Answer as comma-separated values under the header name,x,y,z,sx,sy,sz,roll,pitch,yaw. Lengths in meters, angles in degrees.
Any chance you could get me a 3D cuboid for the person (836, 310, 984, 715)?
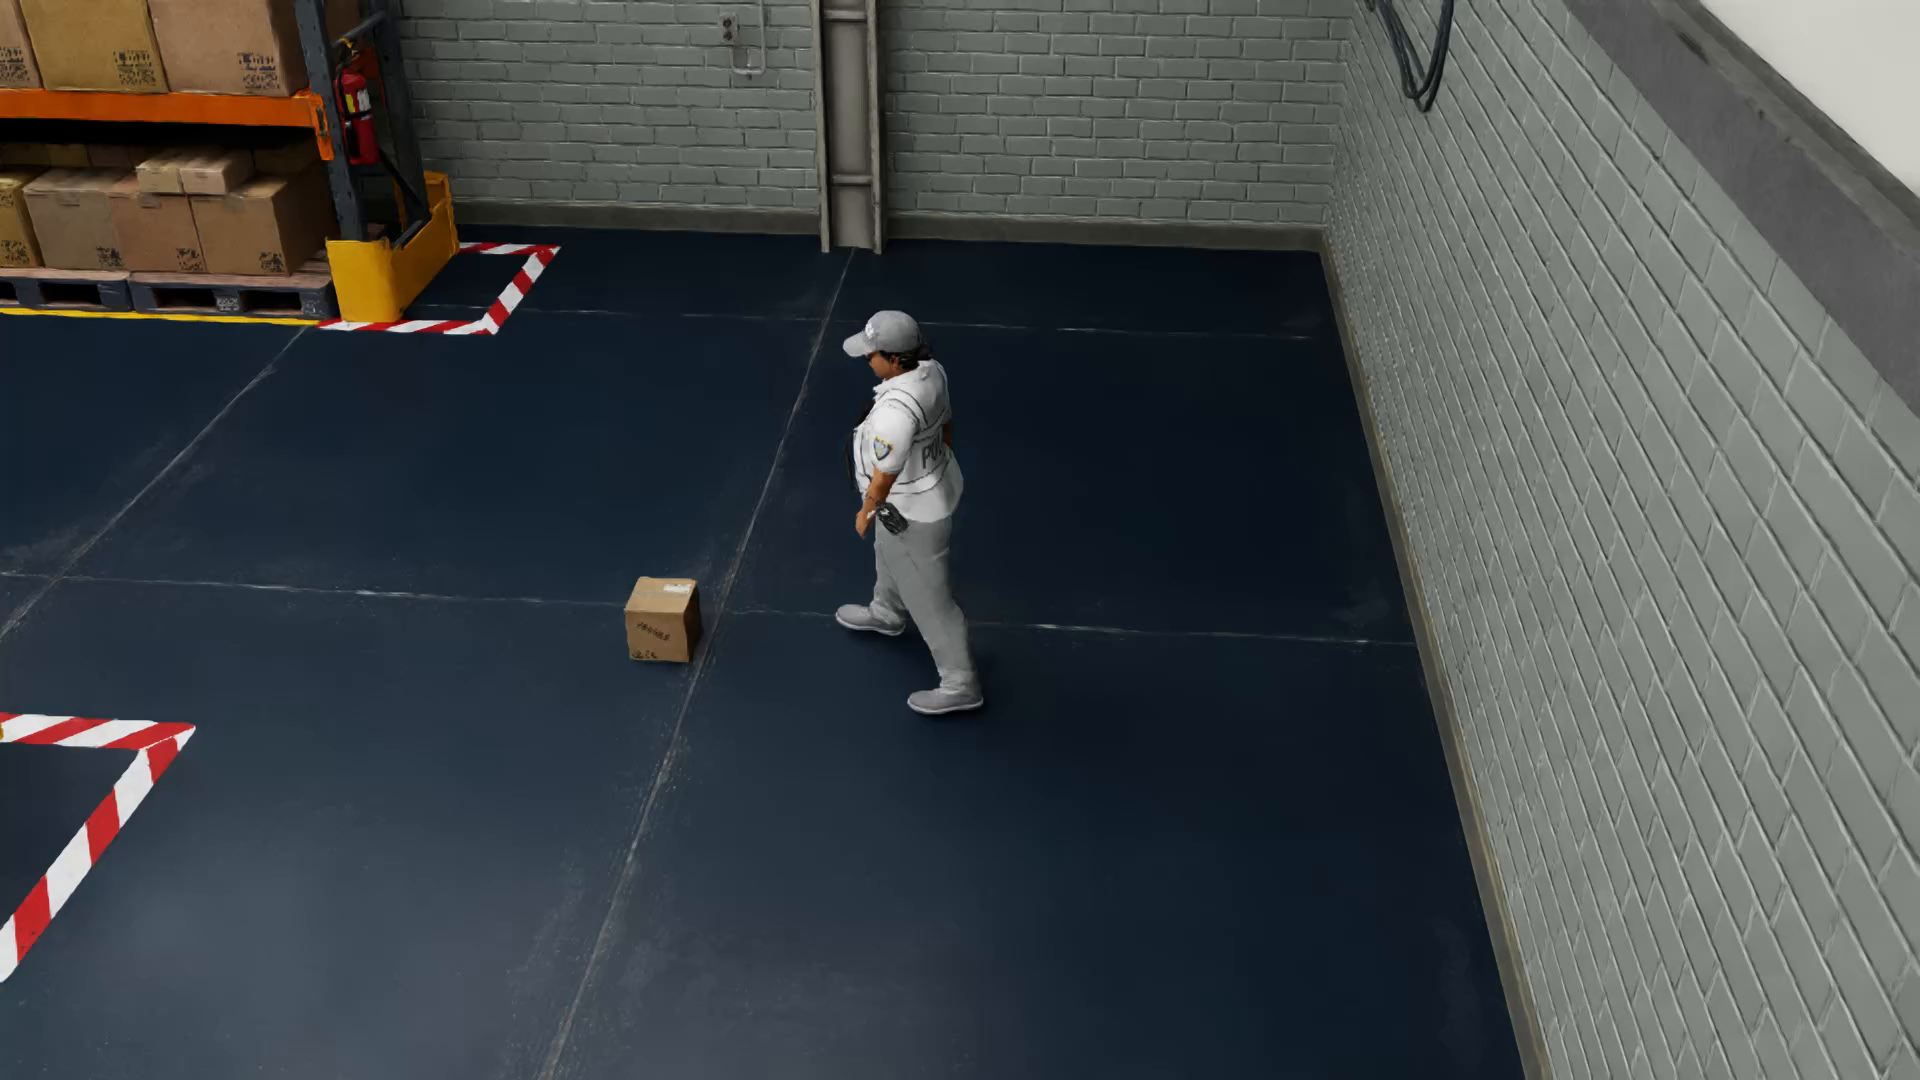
name,x,y,z,sx,sy,sz,roll,pitch,yaw
person,-0.224,-0.170,6.394,0.712,1.631,0.615,6,33,9
